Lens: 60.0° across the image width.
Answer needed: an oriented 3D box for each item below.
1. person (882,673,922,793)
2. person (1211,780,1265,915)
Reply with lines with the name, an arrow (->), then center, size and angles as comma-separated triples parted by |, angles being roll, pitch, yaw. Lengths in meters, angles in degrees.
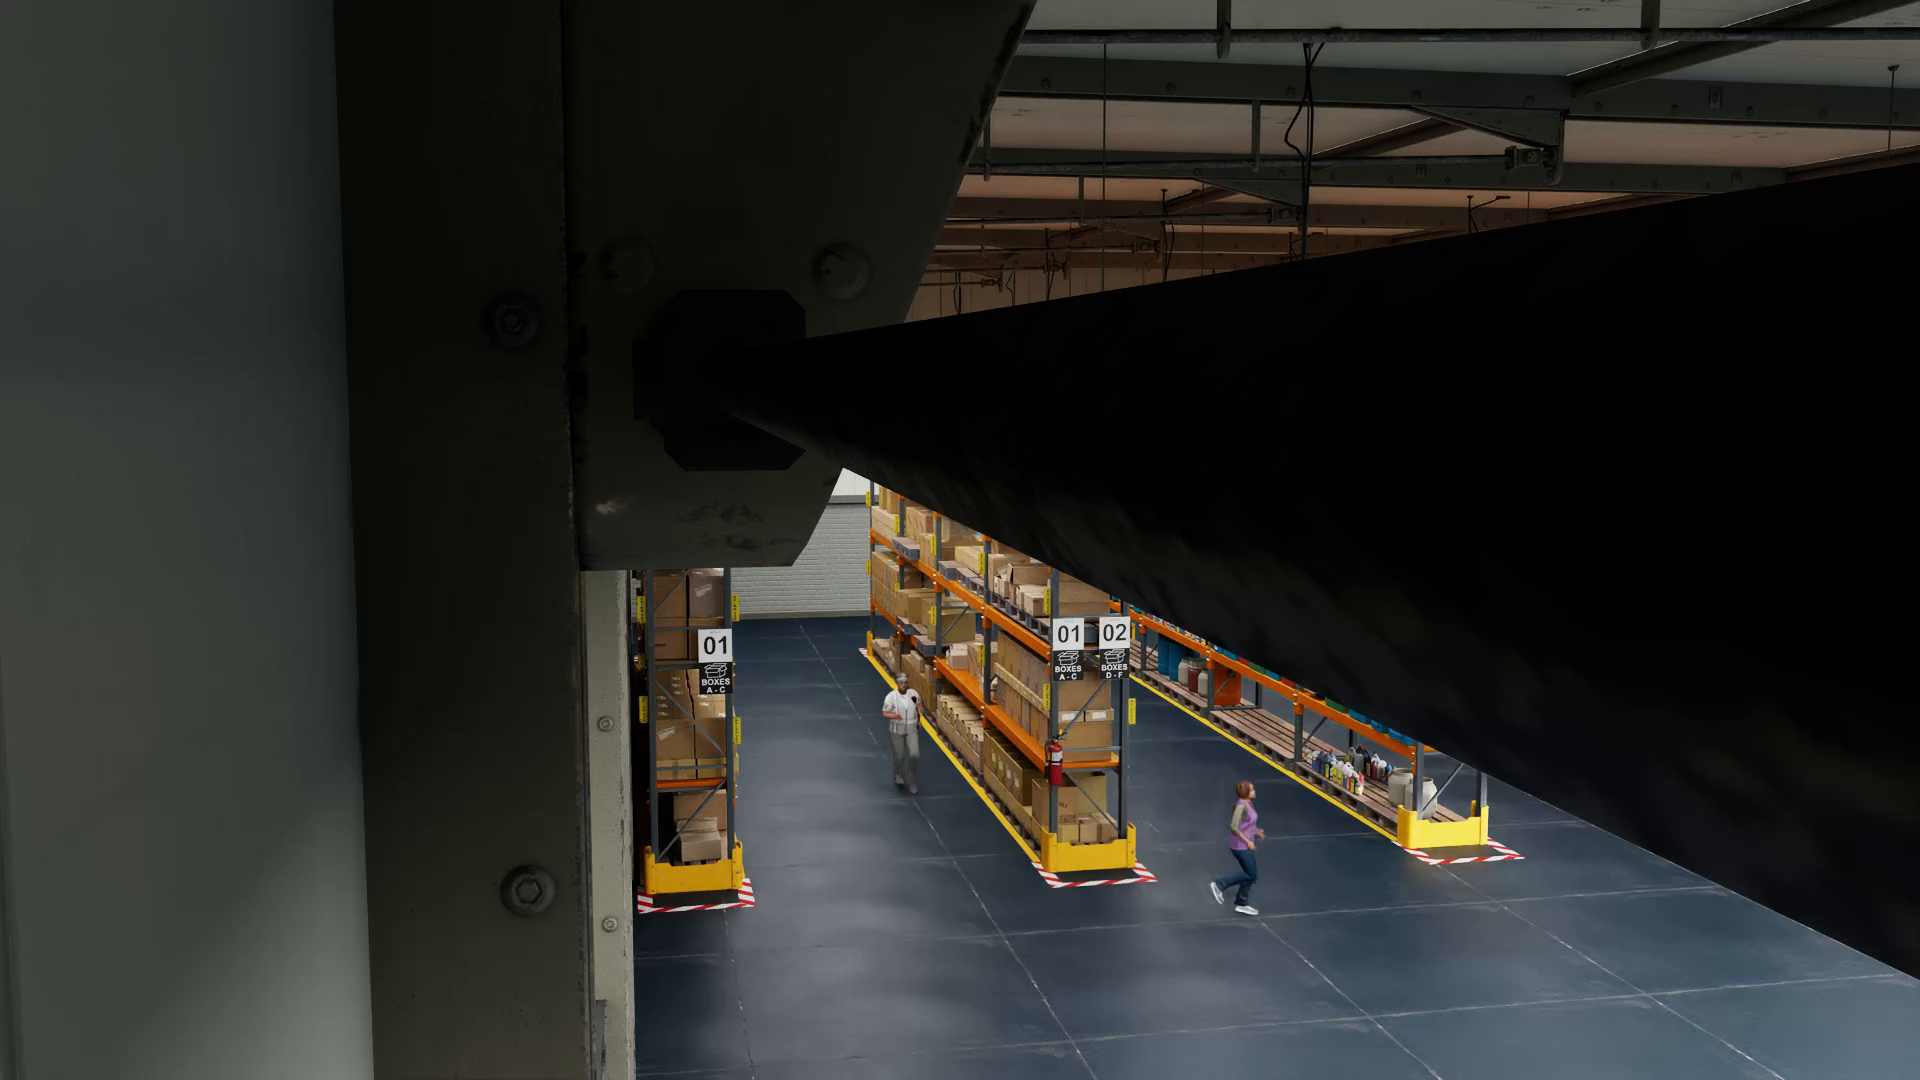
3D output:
person -> -0.841, 2.879, 24.822 | 0.638, 1.839, 0.767 | -1, 6, -12
person -> 3.232, 3.661, 19.313 | 0.591, 1.362, 0.534 | 2, 6, 16
